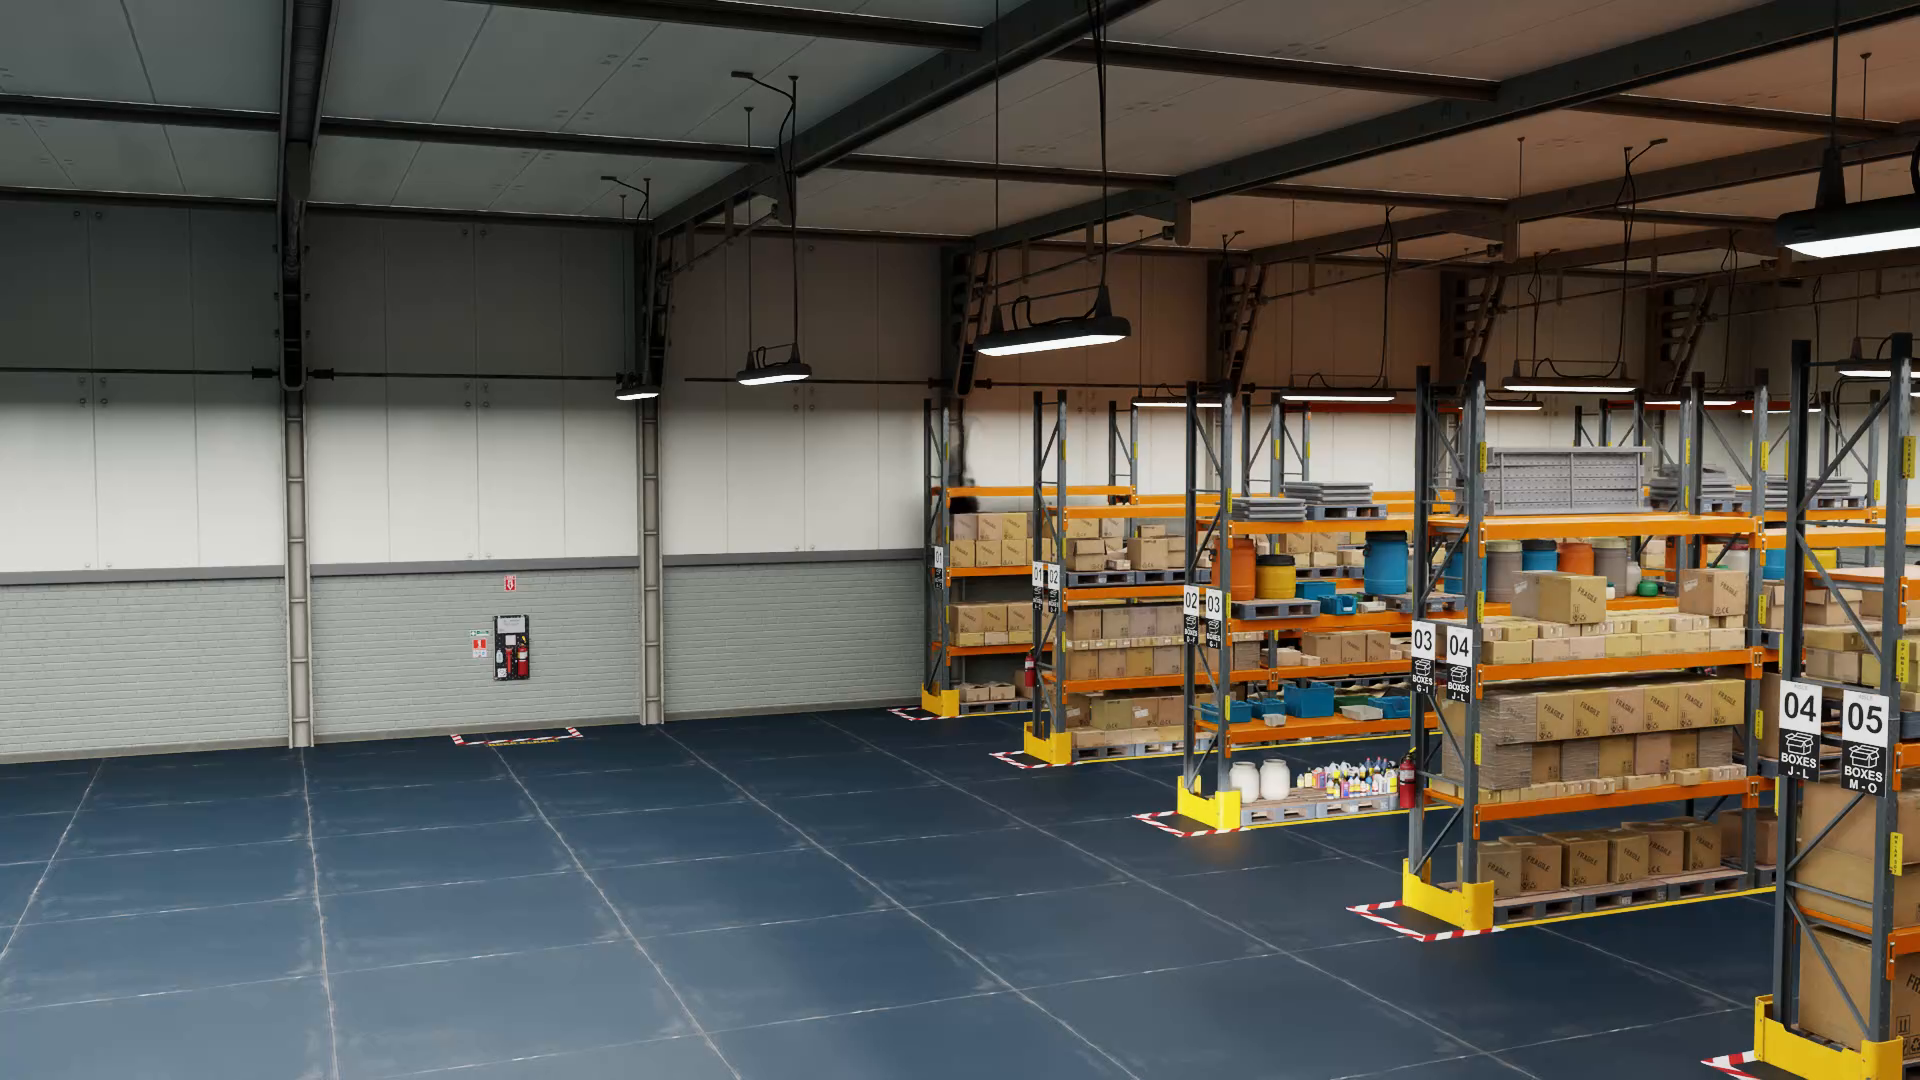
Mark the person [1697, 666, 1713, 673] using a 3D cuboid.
[{"bbox_3d":[12.671,2.608,28.304,0.979,1.797,0.695,-1,3,-11],"label":"person"}]
